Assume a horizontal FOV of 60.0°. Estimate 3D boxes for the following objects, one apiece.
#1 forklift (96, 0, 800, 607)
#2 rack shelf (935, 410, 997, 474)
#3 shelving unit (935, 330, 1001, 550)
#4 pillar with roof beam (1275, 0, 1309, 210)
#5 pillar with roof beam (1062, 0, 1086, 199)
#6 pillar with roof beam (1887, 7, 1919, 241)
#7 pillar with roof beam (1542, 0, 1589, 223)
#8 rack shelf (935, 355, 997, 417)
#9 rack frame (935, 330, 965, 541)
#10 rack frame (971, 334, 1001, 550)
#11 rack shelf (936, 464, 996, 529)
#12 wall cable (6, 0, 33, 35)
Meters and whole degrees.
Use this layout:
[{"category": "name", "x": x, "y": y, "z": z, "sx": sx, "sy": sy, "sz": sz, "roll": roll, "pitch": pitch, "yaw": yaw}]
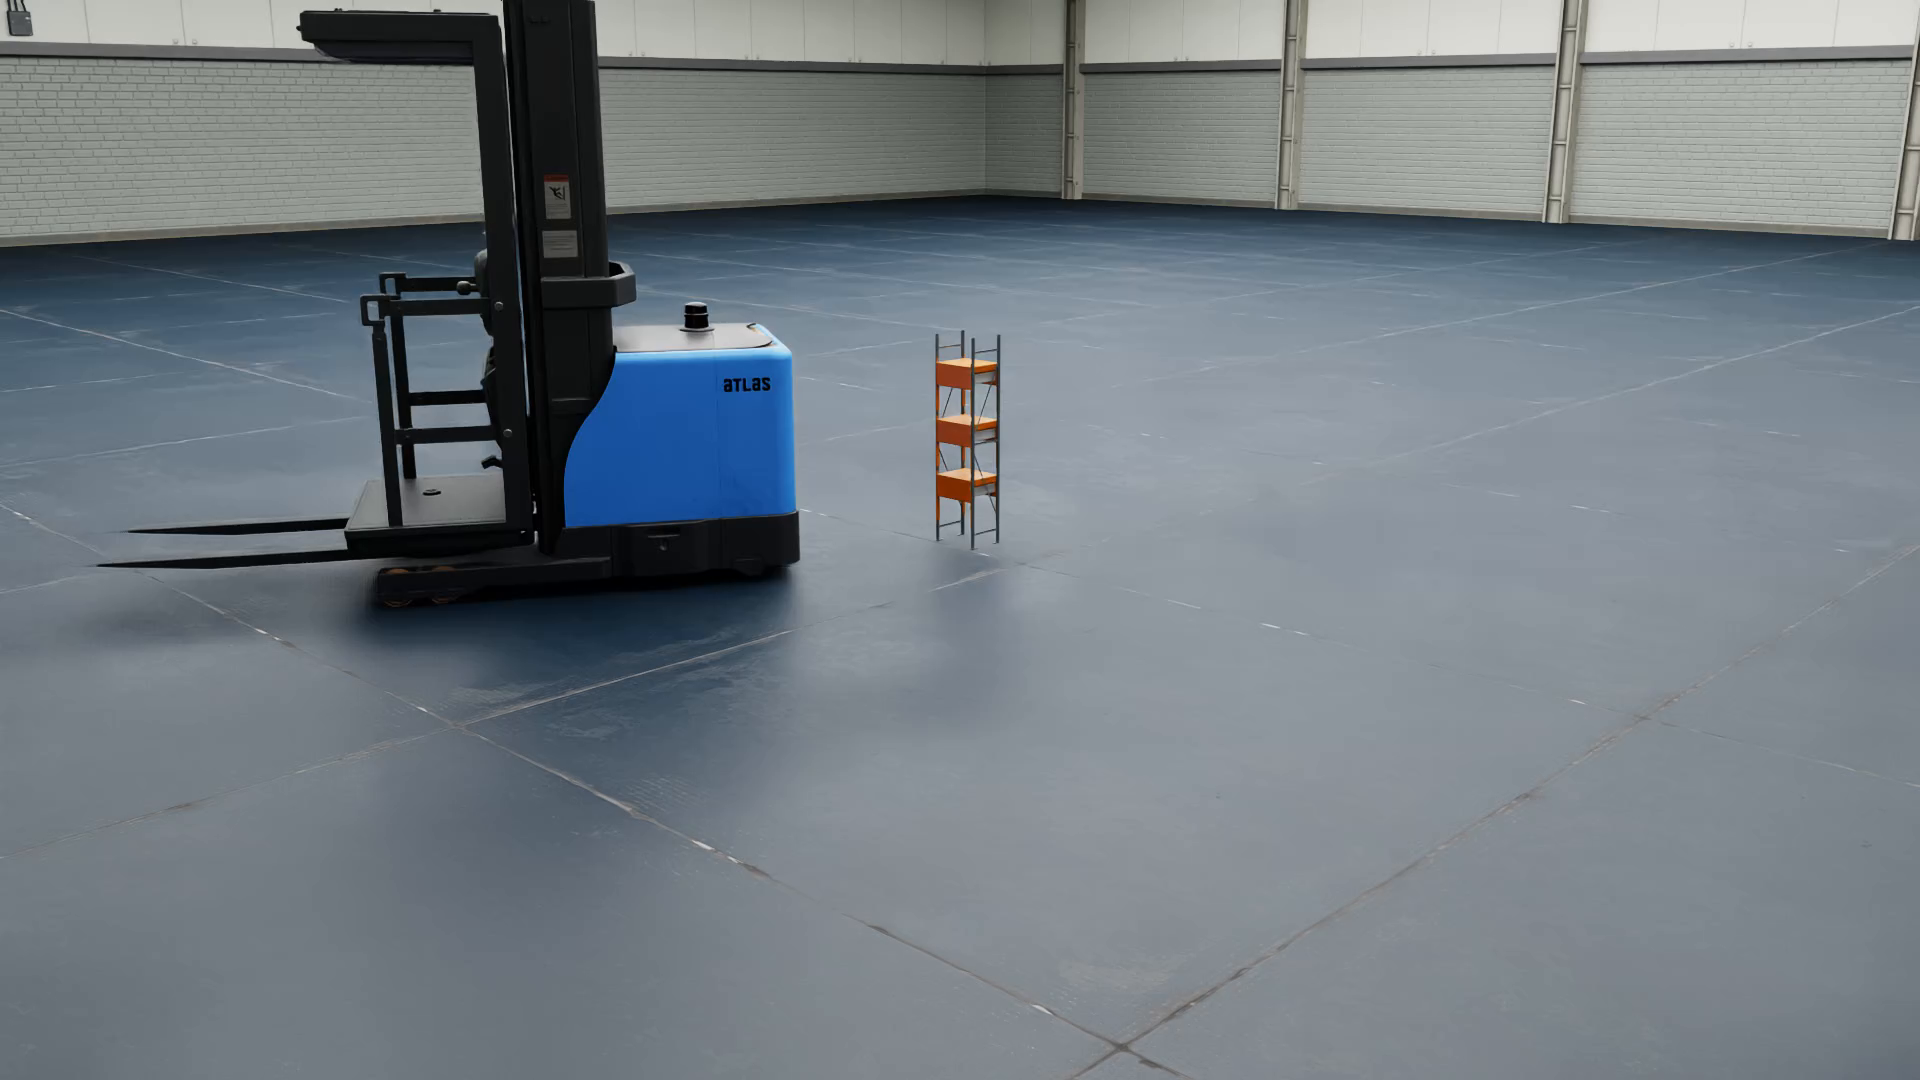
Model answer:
[{"category": "forklift", "x": -2.325, "y": -1.271, "z": 7.499, "sx": 3.031, "sy": 2.935, "sz": 1.130, "roll": -4, "pitch": 15, "yaw": -14}, {"category": "rack shelf", "x": 0.039, "y": -0.488, "z": 8.266, "sx": 0.240, "sy": 0.259, "sz": 0.215, "roll": 14, "pitch": 20, "yaw": 42}, {"category": "shelving unit", "x": 0.039, "y": -0.499, "z": 8.264, "sx": 0.252, "sy": 1.050, "sz": 0.215, "roll": 14, "pitch": 20, "yaw": 42}, {"category": "pillar with roof beam", "x": 3.998, "y": -10.653, "z": 31.472, "sx": 0.400, "sy": 9.000, "sz": 9.100, "roll": 14, "pitch": 20, "yaw": 42}, {"category": "pillar with roof beam", "x": -0.321, "y": -11.704, "z": 35.502, "sx": 0.400, "sy": 9.000, "sz": 9.100, "roll": 14, "pitch": 20, "yaw": 42}, {"category": "pillar with roof beam", "x": 12.636, "y": -8.553, "z": 23.412, "sx": 0.400, "sy": 9.000, "sz": 9.100, "roll": 14, "pitch": 20, "yaw": 42}, {"category": "pillar with roof beam", "x": 8.317, "y": -9.603, "z": 27.442, "sx": 0.400, "sy": 9.000, "sz": 9.100, "roll": 14, "pitch": 20, "yaw": 42}, {"category": "rack shelf", "x": 0.039, "y": -0.763, "z": 8.195, "sx": 0.240, "sy": 0.259, "sz": 0.215, "roll": 14, "pitch": 20, "yaw": 42}, {"category": "rack frame", "x": -0.049, "y": -0.520, "z": 8.346, "sx": 0.008, "sy": 1.050, "sz": 0.200, "roll": 14, "pitch": 20, "yaw": 42}, {"category": "rack frame", "x": 0.126, "y": -0.477, "z": 8.182, "sx": 0.008, "sy": 1.050, "sz": 0.200, "roll": 14, "pitch": 20, "yaw": 42}, {"category": "rack shelf", "x": 0.039, "y": -0.219, "z": 8.337, "sx": 0.240, "sy": 0.259, "sz": 0.215, "roll": 14, "pitch": 20, "yaw": 42}, {"category": "wall cable", "x": -13.800, "y": -10.889, "z": 25.631, "sx": 0.169, "sy": 6.003, "sz": 2.305, "roll": 14, "pitch": 20, "yaw": 42}]
